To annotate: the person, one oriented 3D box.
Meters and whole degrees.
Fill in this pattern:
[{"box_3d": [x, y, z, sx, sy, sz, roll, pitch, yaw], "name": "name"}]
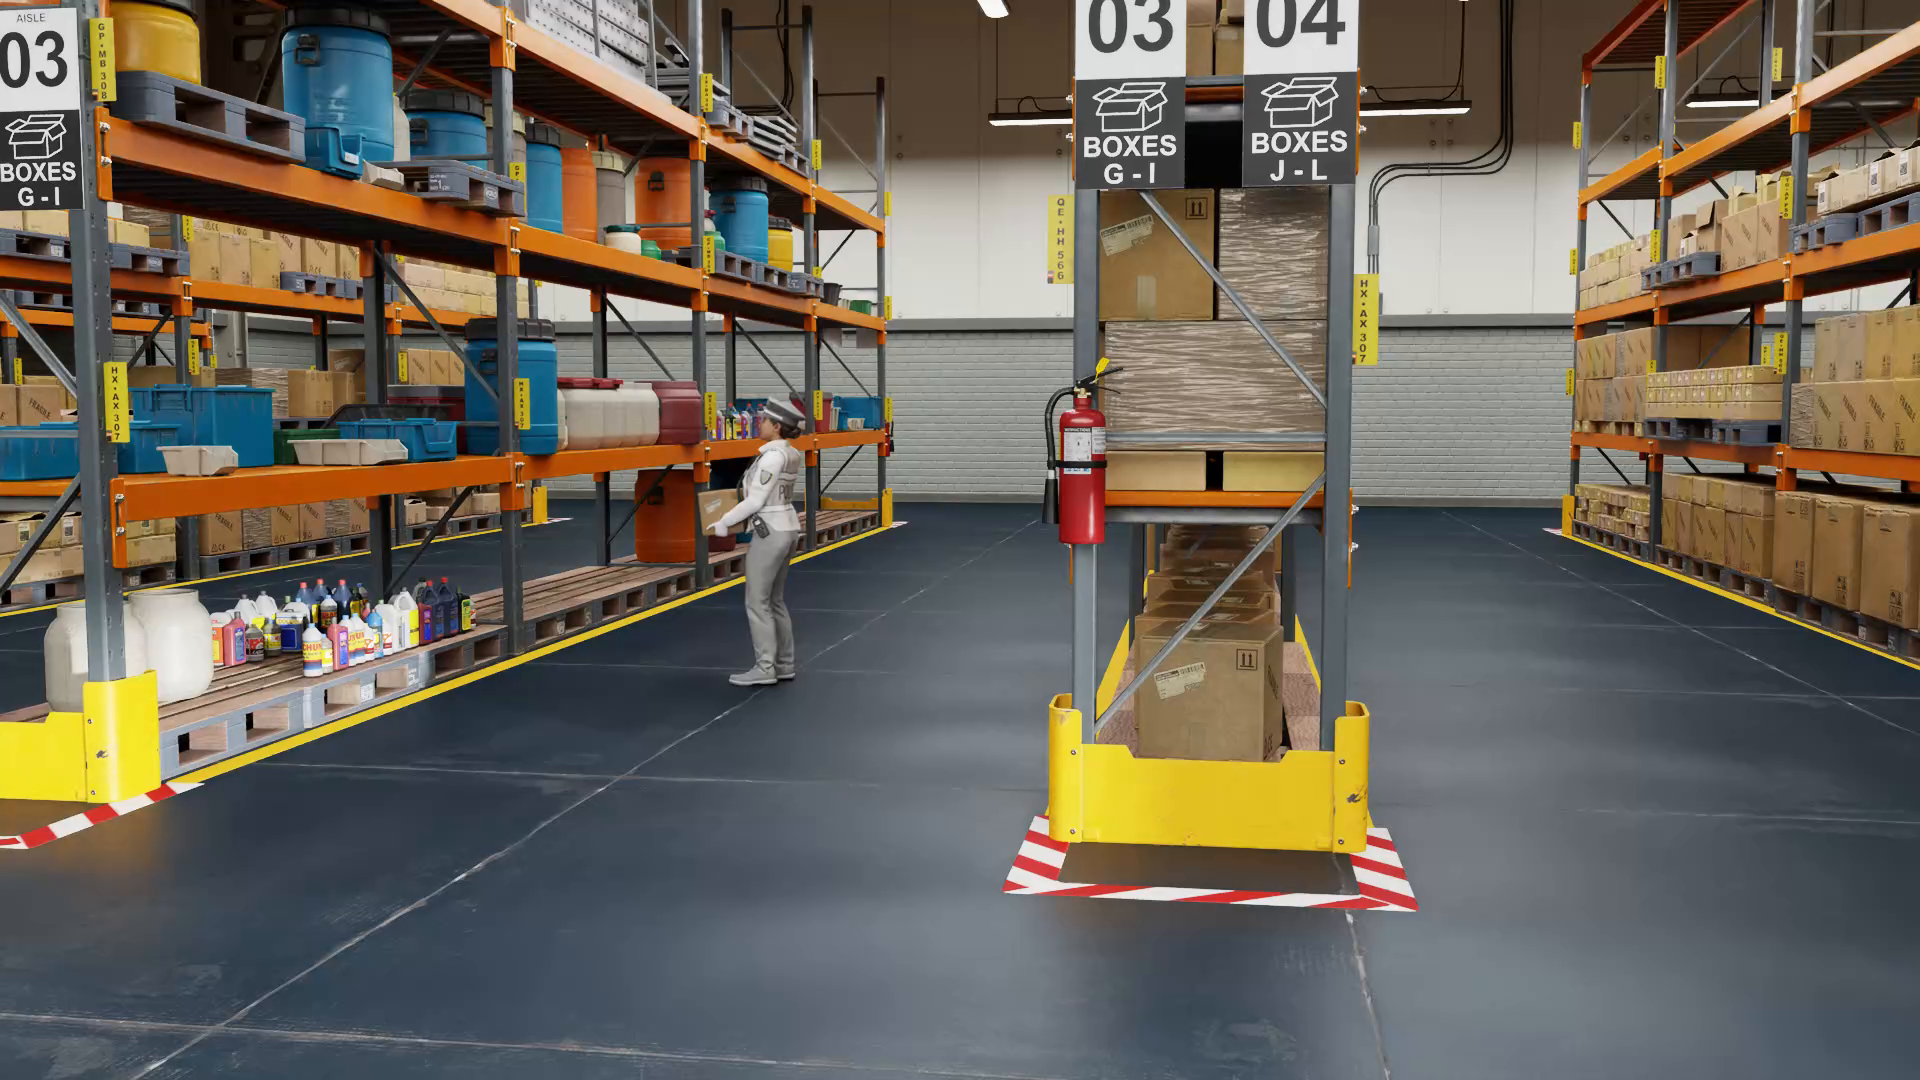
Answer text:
[{"box_3d": [-1.173, -0.002, 9.747, 0.562, 1.687, 0.461, 1, 5, 9], "name": "person"}]
